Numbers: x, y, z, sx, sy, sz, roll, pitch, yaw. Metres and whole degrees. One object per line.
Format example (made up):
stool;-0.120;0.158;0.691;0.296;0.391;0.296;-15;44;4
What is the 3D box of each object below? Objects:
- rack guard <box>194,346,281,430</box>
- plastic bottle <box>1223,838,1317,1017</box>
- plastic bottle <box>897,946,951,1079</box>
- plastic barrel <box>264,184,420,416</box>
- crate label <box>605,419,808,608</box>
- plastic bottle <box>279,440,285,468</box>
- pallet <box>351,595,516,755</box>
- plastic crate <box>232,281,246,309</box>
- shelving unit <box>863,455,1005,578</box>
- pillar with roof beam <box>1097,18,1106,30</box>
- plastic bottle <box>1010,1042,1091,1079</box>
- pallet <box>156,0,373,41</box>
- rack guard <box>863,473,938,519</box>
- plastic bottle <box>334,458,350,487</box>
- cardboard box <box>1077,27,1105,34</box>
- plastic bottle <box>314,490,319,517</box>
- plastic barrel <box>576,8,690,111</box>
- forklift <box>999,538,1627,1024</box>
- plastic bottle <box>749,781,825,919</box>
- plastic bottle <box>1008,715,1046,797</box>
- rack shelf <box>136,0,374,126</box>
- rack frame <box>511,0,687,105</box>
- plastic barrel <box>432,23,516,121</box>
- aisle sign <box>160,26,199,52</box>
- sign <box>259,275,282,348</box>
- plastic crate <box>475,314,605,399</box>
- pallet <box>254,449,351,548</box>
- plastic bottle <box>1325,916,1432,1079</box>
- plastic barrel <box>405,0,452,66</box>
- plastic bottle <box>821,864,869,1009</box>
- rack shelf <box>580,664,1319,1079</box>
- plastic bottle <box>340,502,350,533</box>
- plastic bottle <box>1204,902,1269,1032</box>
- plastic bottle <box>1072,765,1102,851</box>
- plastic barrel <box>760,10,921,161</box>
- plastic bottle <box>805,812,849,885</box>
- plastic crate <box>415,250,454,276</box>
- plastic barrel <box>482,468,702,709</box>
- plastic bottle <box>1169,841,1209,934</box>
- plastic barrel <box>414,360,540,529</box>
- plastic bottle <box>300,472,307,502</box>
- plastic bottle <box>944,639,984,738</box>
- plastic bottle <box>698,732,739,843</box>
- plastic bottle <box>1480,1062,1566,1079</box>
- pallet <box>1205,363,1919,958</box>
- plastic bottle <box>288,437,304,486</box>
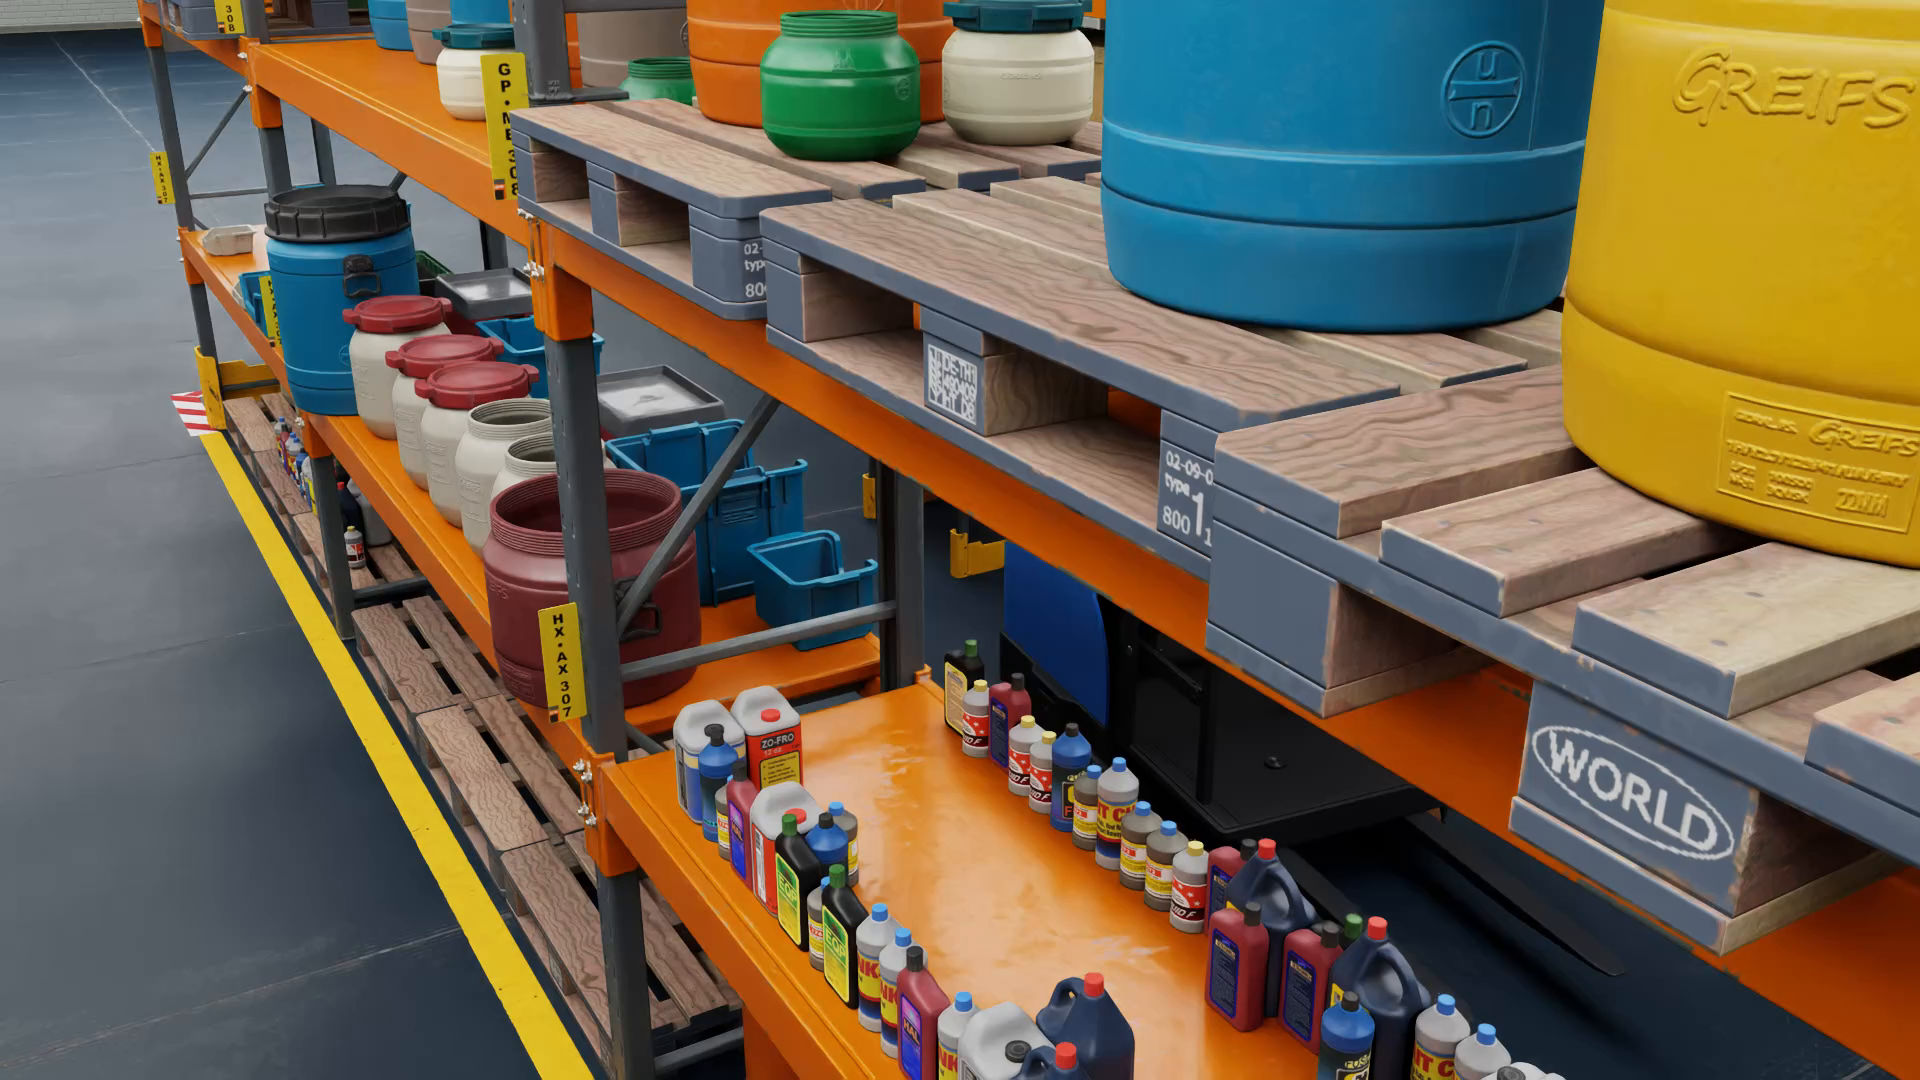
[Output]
rack guard;-4.569;-1.127;11.421;1.175;0.500;0.348;-13;25;-28
plastic bottle;0.641;0.790;3.450;0.144;0.351;0.185;-13;25;-28
plastic bottle;-0.068;0.928;3.200;0.061;0.283;0.133;-13;25;-28
plastic barrel;-2.669;-1.055;7.258;0.600;0.901;0.708;-13;25;-28
crate label;-0.837;-0.101;5.530;0.502;0.435;0.616;-13;25;-28
plastic bottle;-3.938;-0.528;9.759;0.097;0.201;0.097;0;22;0
pallet;-2.171;0.532;7.721;1.003;0.211;1.213;-13;25;-28
plastic crate;-3.653;-1.361;9.026;0.530;0.136;0.437;-13;25;-28
shelving unit;-0.039;-0.719;9.090;0.587;1.500;1.083;-13;25;-28
pillar with roof beam;-1.796;-8.040;17.141;9.100;9.000;0.400;-13;25;-28
plastic bottle;0.168;1.015;2.896;0.144;0.351;0.185;-13;25;-28
pallet;-3.058;-2.523;7.802;1.213;0.211;1.003;-13;25;-28
rack guard;-0.293;-0.302;9.722;0.587;0.250;0.087;-13;25;-28
plastic bottle;-3.370;-0.299;9.087;0.061;0.283;0.133;-13;25;-28
cardboard box;0.654;-3.235;11.431;0.700;0.500;0.500;-13;25;-28
plastic bottle;-3.399;-0.211;8.871;0.061;0.283;0.133;-11;24;-25
plastic barrel;-0.795;-1.641;4.715;0.600;0.901;0.600;0;22;0
forklift;1.229;-0.243;6.016;1.130;2.935;3.031;-9;24;-22
plastic bottle;-0.383;0.698;3.775;0.152;0.276;0.135;-13;25;-28
plastic bottle;0.172;0.545;4.250;0.097;0.201;0.097;0;22;0
rack shelf;-3.627;-2.710;8.967;1.077;0.370;4.000;-13;25;-28
rack frame;-0.562;-2.490;3.488;1.000;3.000;0.127;-13;25;-28
plastic barrel;-1.412;-1.404;4.981;0.301;0.262;0.301;0;22;0
aisle sign;-4.937;-3.472;10.418;0.394;0.787;0.004;-13;25;-28
sign;-3.084;-1.032;7.500;0.100;0.325;0.005;-13;25;-28
plastic crate;-1.775;-0.701;7.075;0.392;0.384;0.575;-13;25;-28
pallet;-3.540;-0.335;9.856;1.003;0.211;1.213;-13;25;-28
plastic bottle;0.803;0.893;3.196;0.144;0.351;0.185;-13;25;-28
plastic barrel;-1.825;-2.293;6.321;0.600;0.901;0.600;0;22;0
plastic bottle;-0.236;0.822;3.461;0.061;0.283;0.133;-13;25;-28
rack shelf;0.459;1.269;3.160;1.077;0.370;4.000;-13;25;-28
plastic bottle;-3.135;-0.044;8.459;0.061;0.283;0.133;-11;25;-26
plastic bottle;0.566;0.849;3.393;0.061;0.283;0.133;-13;25;-28
plastic bottle;0.321;0.640;4.018;0.097;0.201;0.097;0;22;0
plastic barrel;-0.219;-0.836;3.050;0.294;0.245;0.294;0;22;0
plastic bottle;-0.295;0.731;3.699;0.097;0.271;0.097;0;22;0
plastic crate;-3.056;-1.402;9.058;0.450;0.188;0.662;-13;25;-28
plastic barrel;-1.060;0.134;4.818;0.600;0.536;0.708;-13;25;-28
plastic bottle;0.520;0.766;3.708;0.097;0.201;0.097;0;22;0
plastic barrel;-1.710;-0.340;5.983;0.433;0.535;0.433;0;22;0
plastic bottle;-3.609;-0.320;9.246;0.097;0.201;0.097;0;22;0
plastic bottle;0.011;0.392;4.519;0.061;0.283;0.133;-13;25;-28
plastic bottle;-0.583;0.593;4.039;0.097;0.271;0.097;0;22;0
plastic bottle;0.981;1.043;2.926;0.152;0.276;0.135;-13;25;-28
pallet;0.997;0.047;1.481;1.213;0.211;1.003;-13;25;-28
plastic bottle;-3.764;-0.451;9.476;0.097;0.271;0.097;0;22;0
